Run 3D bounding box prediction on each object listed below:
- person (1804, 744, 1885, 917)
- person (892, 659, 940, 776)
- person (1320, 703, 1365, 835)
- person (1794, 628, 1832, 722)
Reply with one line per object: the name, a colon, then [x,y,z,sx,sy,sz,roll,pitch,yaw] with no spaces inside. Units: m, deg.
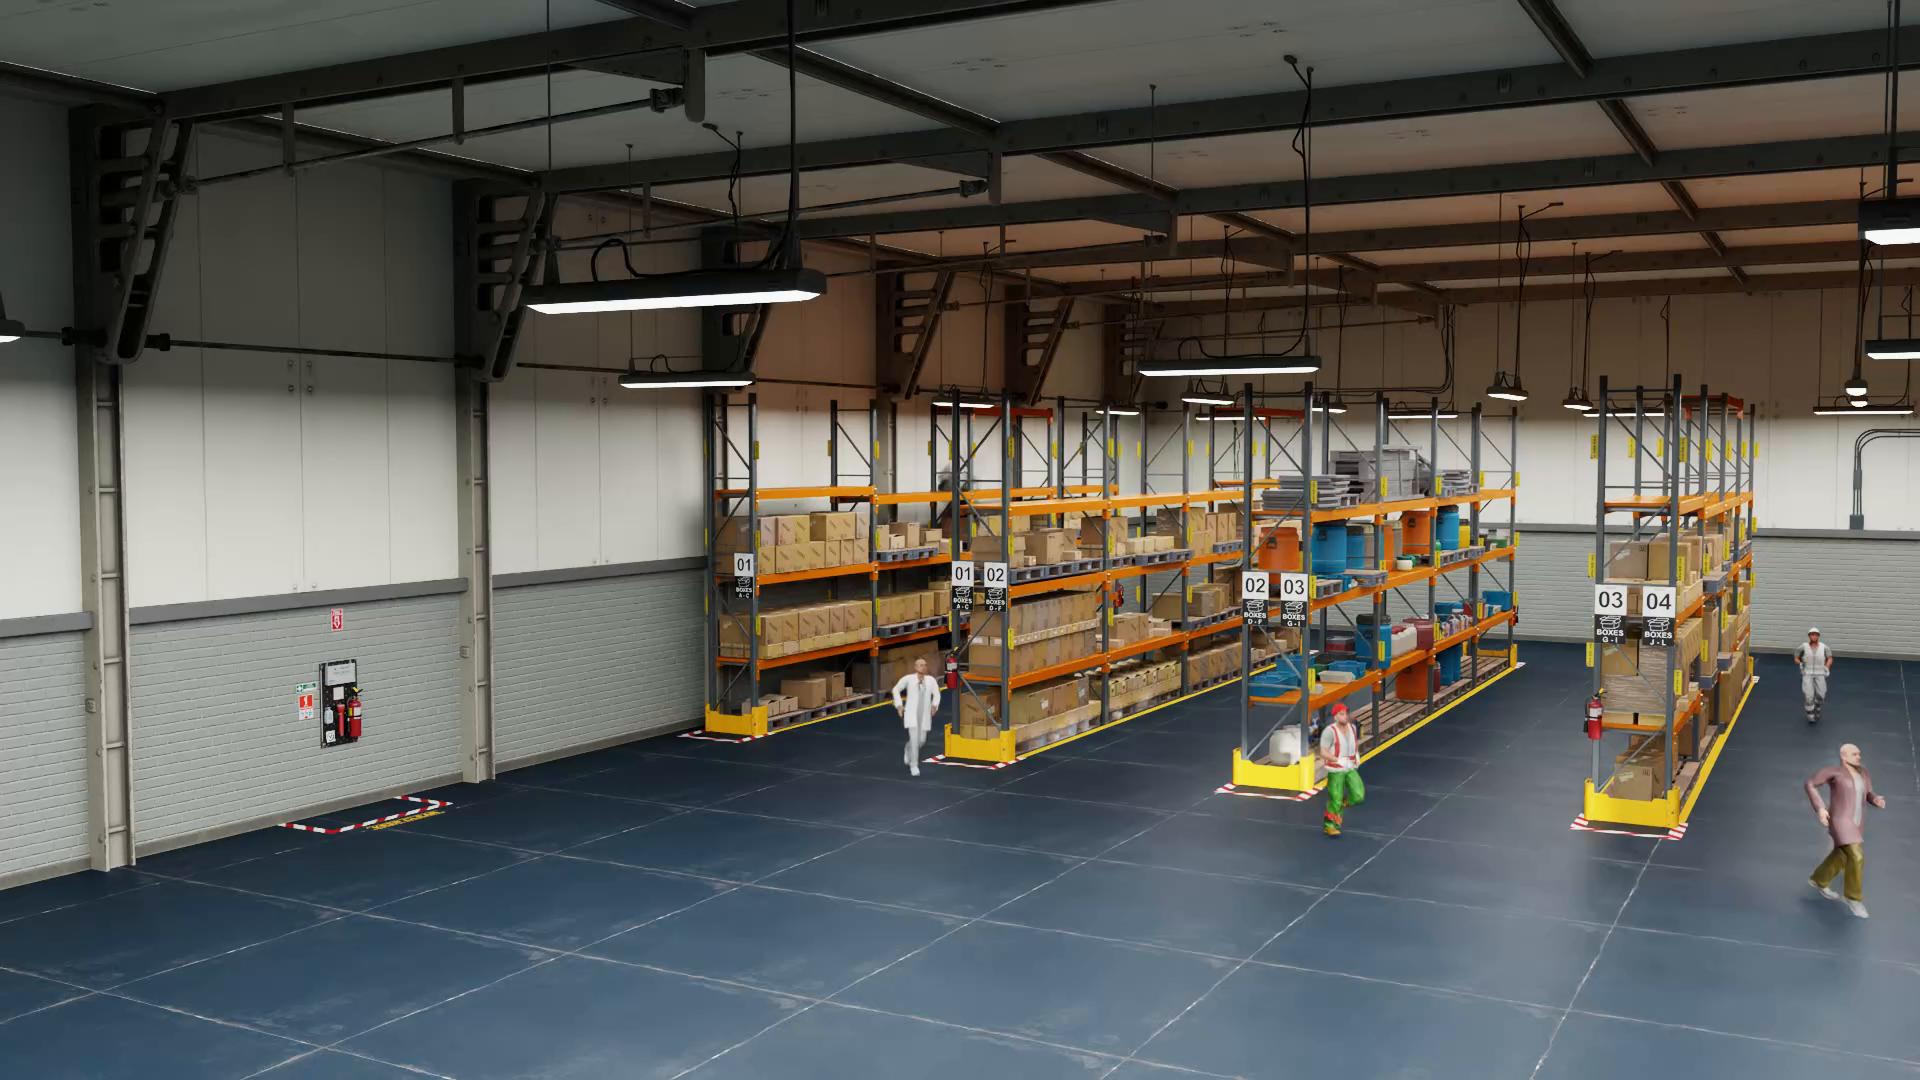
person: [9.678,3.159,18.205,0.688,1.795,0.872,-1,3,-26]
person: [-0.653,2.743,25.951,0.756,1.757,0.787,-1,3,-16]
person: [4.953,2.969,21.415,0.685,1.739,0.679,-1,3,-22]
person: [15.640,2.480,30.467,0.639,1.738,0.600,1,3,23]
